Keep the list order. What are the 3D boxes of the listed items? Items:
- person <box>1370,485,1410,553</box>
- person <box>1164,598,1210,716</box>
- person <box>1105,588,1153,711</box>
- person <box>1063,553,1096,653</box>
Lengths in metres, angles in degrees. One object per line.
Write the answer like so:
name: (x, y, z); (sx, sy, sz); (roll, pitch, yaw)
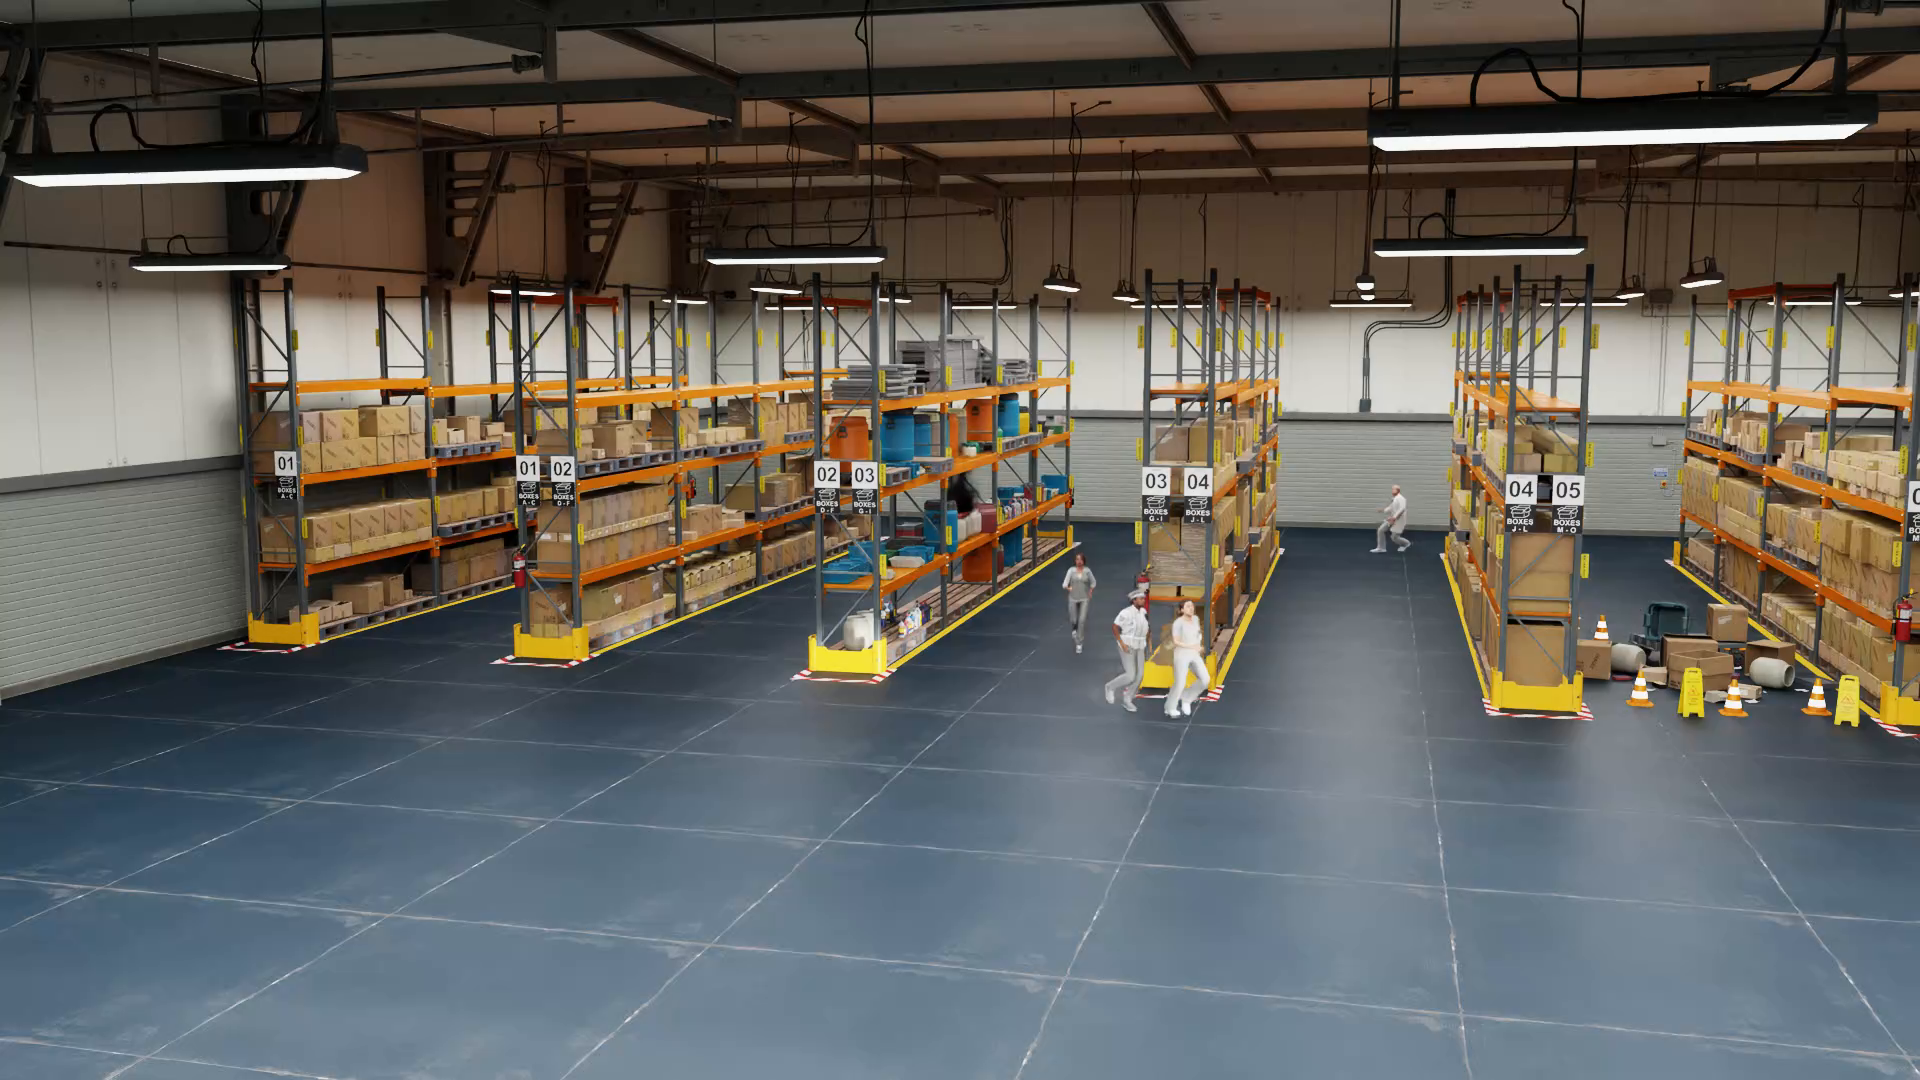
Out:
person: (10.219, -0.488, 39.061); (0.864, 1.622, 0.792); (-2, 7, -18)
person: (3.015, 1.556, 21.916); (0.580, 1.615, 0.765); (-4, 8, -29)
person: (2.354, 1.472, 22.781); (0.633, 1.657, 0.523); (-6, 9, -40)
person: (1.923, 0.989, 26.825); (0.541, 1.565, 0.843); (1, 7, 5)
